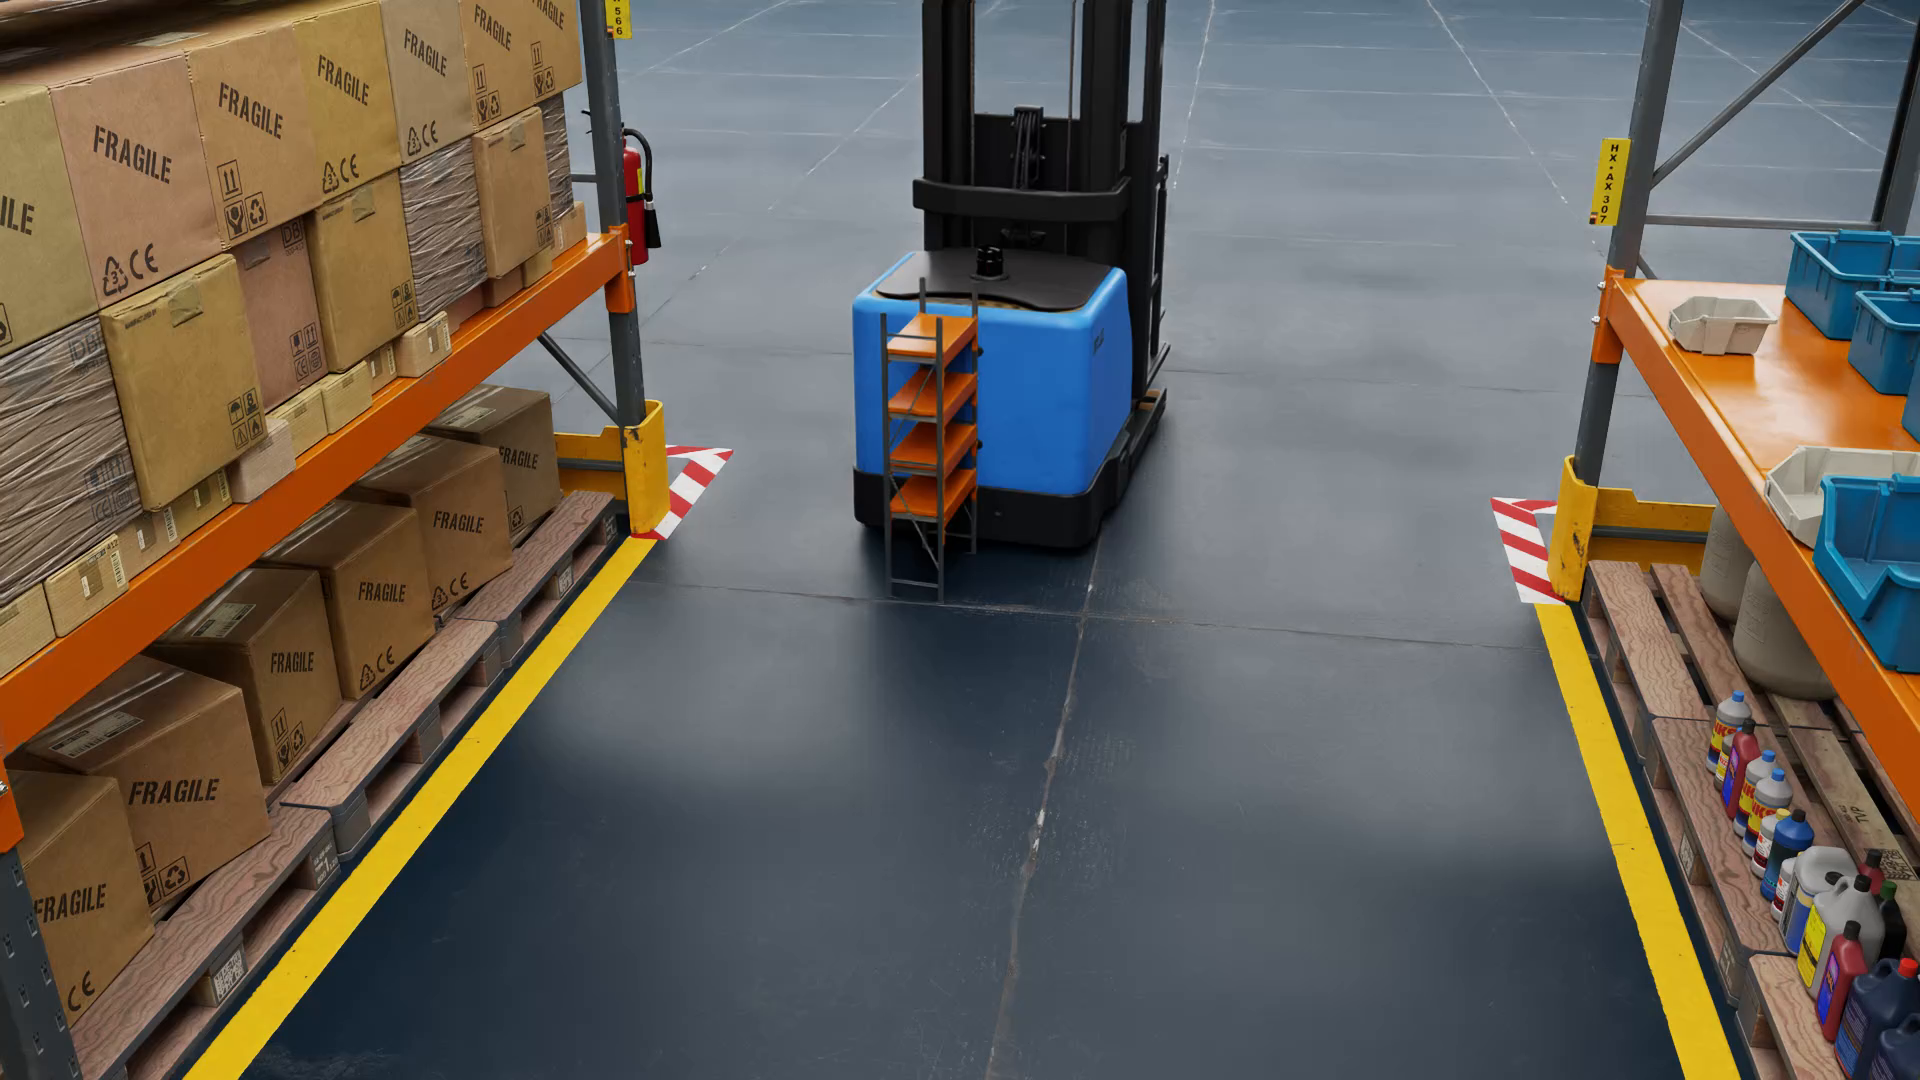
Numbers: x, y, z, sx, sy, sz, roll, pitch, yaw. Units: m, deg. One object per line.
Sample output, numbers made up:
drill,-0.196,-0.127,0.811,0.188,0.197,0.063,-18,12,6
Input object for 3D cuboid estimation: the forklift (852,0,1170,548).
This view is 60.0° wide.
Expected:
forklift,0.434,-1.894,7.840,1.130,2.935,3.031,7,26,14

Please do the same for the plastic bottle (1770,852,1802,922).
plastic bottle,2.263,0.936,4.495,0.097,0.201,0.097,0,25,0

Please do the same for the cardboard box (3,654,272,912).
cardboard box,-2.360,0.685,4.701,0.500,0.500,0.500,13,28,25

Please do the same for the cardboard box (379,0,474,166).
cardboard box,-1.904,-1.492,5.251,0.500,0.500,0.500,4,25,9

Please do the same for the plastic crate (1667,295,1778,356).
plastic crate,2.525,-0.710,5.540,0.298,0.136,0.250,4,25,9

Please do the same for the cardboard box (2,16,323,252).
cardboard box,-2.065,-1.074,4.357,0.500,0.500,0.500,4,25,9

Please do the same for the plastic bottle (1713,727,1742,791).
plastic bottle,2.368,0.666,5.070,0.097,0.201,0.097,0,25,0

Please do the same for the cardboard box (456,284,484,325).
cardboard box,-1.910,-0.860,5.845,0.380,0.149,0.250,4,25,9

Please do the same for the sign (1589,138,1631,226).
sign,2.447,-1.347,6.263,0.100,0.325,0.005,4,25,9

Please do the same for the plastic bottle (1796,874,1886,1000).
plastic bottle,2.240,0.987,4.209,0.144,0.351,0.185,4,25,8

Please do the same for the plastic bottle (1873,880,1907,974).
plastic bottle,2.345,1.014,4.231,0.061,0.283,0.133,4,25,9

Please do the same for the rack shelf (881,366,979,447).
rack shelf,-0.114,-0.536,6.611,0.258,0.148,0.480,7,26,15

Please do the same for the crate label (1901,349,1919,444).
crate label,2.955,-0.409,4.544,0.502,0.435,0.616,4,25,9

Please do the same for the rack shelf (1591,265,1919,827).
rack shelf,2.662,-0.020,4.602,1.077,0.370,4.000,4,25,9

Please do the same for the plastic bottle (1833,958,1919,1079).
plastic bottle,2.187,1.122,3.920,0.144,0.351,0.185,3,25,6

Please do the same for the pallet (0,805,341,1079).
pallet,-2.477,1.128,4.592,1.003,0.211,1.213,4,25,9

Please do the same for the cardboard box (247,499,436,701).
cardboard box,-2.201,0.190,5.759,0.500,0.500,0.500,6,26,13

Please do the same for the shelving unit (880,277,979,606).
shelving unit,-0.114,-0.395,6.678,0.258,1.200,0.503,7,26,15

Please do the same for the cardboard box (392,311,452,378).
cardboard box,-1.882,-0.643,5.382,0.380,0.149,0.250,4,25,9

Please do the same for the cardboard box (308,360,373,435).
cardboard box,-1.988,-0.436,4.939,0.380,0.149,0.250,4,25,9

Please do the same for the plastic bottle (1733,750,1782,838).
plastic bottle,2.329,0.735,4.842,0.097,0.271,0.097,0,25,0

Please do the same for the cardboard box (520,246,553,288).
cardboard box,-1.772,-1.065,6.283,0.380,0.149,0.250,4,25,9

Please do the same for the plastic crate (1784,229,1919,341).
plastic crate,3.202,-0.884,5.777,0.499,0.251,0.616,4,25,9

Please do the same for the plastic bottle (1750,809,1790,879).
plastic bottle,2.296,0.850,4.678,0.097,0.201,0.097,0,25,0

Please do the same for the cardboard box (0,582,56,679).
cardboard box,-2.220,0.193,3.596,0.380,0.149,0.250,4,25,9

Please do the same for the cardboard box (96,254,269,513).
cardboard box,-2.300,-0.423,4.146,0.875,0.500,0.500,4,25,9

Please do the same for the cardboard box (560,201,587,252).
cardboard box,-1.741,-1.278,6.738,0.380,0.149,0.250,4,25,9

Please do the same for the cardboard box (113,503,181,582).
cardboard box,-2.152,-0.017,4.045,0.380,0.149,0.250,4,25,9

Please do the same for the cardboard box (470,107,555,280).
cardboard box,-1.978,-1.259,5.933,0.875,0.500,0.500,4,25,9

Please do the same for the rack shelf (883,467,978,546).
rack shelf,-0.114,-0.154,6.790,0.258,0.148,0.480,7,26,15

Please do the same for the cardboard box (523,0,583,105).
cardboard box,-1.744,-1.911,6.145,0.500,0.500,0.500,4,25,9

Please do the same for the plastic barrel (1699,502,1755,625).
plastic barrel,2.956,0.035,6.076,0.421,0.512,0.421,0,25,0

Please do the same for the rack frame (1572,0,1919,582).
rack frame,2.989,-1.182,6.237,1.000,3.000,0.127,4,25,9

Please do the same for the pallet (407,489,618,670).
pallet,-2.078,0.107,6.772,1.003,0.211,1.213,4,25,9

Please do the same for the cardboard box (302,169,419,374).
cardboard box,-2.196,-0.845,5.048,0.875,0.500,0.500,4,25,9

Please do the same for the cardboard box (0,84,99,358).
cardboard box,-2.227,-0.655,3.464,0.500,0.500,0.500,4,25,9

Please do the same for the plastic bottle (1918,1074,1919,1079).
plastic bottle,2.088,1.298,3.624,0.061,0.283,0.133,5,26,11

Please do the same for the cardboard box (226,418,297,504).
cardboard box,-2.039,-0.224,4.487,0.380,0.149,0.250,4,25,9

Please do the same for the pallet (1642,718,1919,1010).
pallet,2.683,0.964,4.941,1.003,0.211,1.213,4,25,9

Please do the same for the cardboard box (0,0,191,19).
cardboard box,-2.501,-1.319,4.882,0.500,0.500,0.500,4,25,9

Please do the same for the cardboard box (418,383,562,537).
cardboard box,-2.016,-0.323,6.855,0.500,0.500,0.500,9,27,18

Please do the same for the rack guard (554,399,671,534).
rack guard,-1.910,-0.361,7.432,1.175,0.500,0.348,4,25,9

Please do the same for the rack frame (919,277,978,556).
rack frame,-0.046,-0.494,6.890,0.240,1.200,0.015,7,26,15
